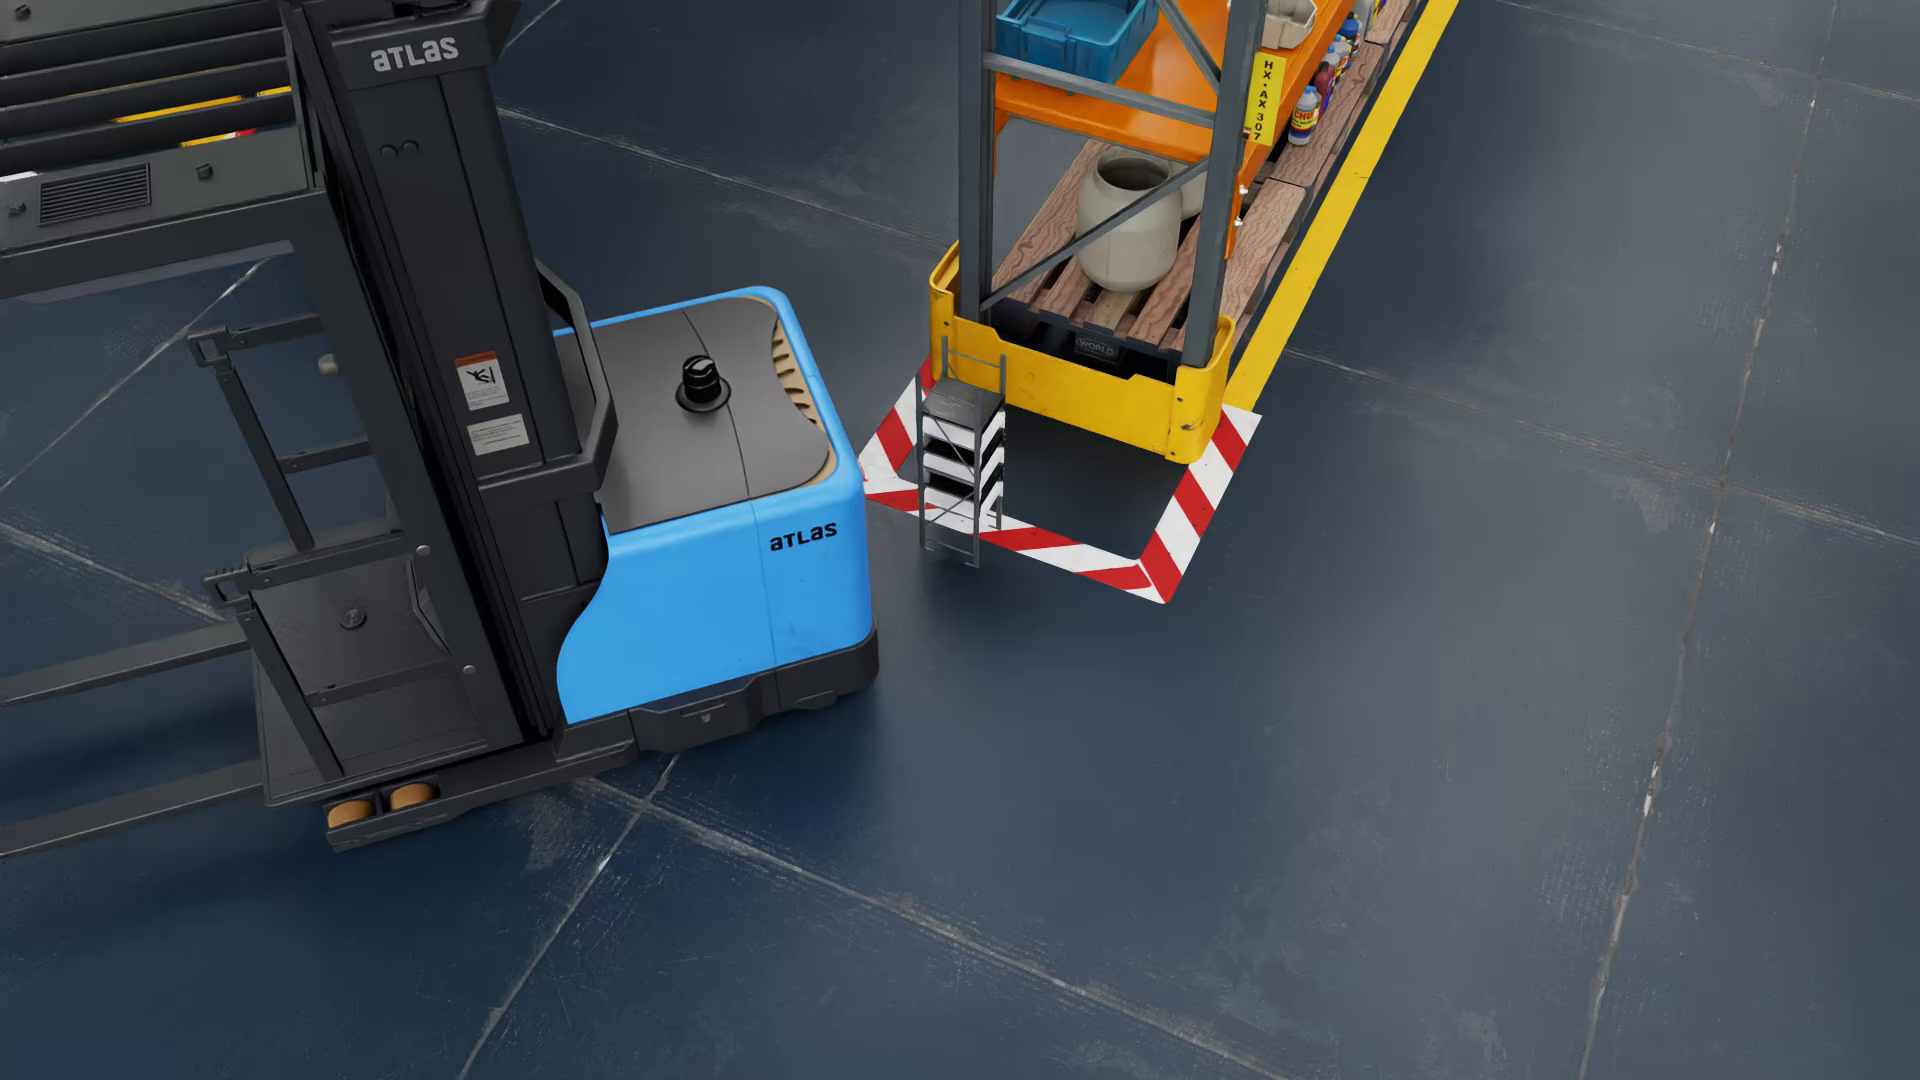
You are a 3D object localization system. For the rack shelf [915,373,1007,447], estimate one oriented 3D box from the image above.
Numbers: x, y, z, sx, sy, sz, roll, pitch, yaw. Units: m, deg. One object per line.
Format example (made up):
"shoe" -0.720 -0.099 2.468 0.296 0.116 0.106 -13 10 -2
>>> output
"rack shelf" 0.003 -0.450 5.732 0.258 0.077 0.200 20 52 16

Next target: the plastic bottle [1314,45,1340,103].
"plastic bottle" 1.674 -2.135 7.599 0.097 0.271 0.097 0 50 0

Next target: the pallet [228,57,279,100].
"pallet" -3.717 -2.744 8.446 1.003 0.211 1.213 20 52 16

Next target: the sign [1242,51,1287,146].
"sign" 0.967 -1.401 5.291 0.100 0.325 0.005 20 52 16

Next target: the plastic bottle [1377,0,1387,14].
"plastic bottle" 2.052 -2.715 8.085 0.061 0.283 0.133 23 53 18

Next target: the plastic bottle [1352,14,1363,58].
"plastic bottle" 1.847 -2.391 7.863 0.097 0.201 0.097 0 50 0

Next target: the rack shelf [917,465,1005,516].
"rack shelf" 0.003 -0.217 6.006 0.258 0.077 0.200 20 52 16

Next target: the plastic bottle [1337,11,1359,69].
"plastic bottle" 1.803 -2.343 7.777 0.097 0.271 0.097 0 50 0

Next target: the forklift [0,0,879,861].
"forklift" -1.854 -0.409 4.674 3.031 2.935 1.130 -15 51 -12

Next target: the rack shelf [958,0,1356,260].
"rack shelf" 1.326 -2.637 6.997 1.077 0.370 4.000 20 52 16

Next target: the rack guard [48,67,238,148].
"rack guard" -4.016 -2.281 7.862 1.175 0.500 0.348 20 52 16

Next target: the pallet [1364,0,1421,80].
"pallet" 1.856 -2.895 8.575 1.003 0.211 1.213 20 52 16

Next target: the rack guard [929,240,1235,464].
"rack guard" 0.461 -0.751 6.561 1.175 0.500 0.348 20 52 16

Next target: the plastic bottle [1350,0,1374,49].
"plastic bottle" 1.873 -2.505 7.912 0.152 0.276 0.135 21 53 17

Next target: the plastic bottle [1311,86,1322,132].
"plastic bottle" 1.572 -1.947 7.486 0.097 0.201 0.097 0 50 0

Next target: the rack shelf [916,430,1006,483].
"rack shelf" 0.003 -0.334 5.869 0.258 0.077 0.200 20 52 16

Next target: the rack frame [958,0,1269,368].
"rack frame" 0.471 -1.493 5.551 1.000 3.000 0.127 20 52 16

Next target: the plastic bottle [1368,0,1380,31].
"plastic bottle" 1.946 -2.640 7.977 0.144 0.351 0.185 19 52 16

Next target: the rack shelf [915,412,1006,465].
"rack shelf" 0.003 -0.392 5.800 0.258 0.077 0.200 20 52 16

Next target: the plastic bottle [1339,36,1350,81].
"plastic bottle" 1.759 -2.249 7.743 0.097 0.201 0.097 0 50 0

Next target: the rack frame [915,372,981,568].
"rack frame" -0.040 -0.227 5.852 0.240 0.900 0.006 20 52 16

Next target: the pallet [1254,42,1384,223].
"pallet" 1.336 -2.052 7.857 1.003 0.211 1.213 20 52 16

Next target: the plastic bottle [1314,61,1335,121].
"plastic bottle" 1.641 -2.052 7.522 0.061 0.283 0.133 21 53 17

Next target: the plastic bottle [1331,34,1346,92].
"plastic bottle" 1.717 -2.204 7.658 0.097 0.271 0.097 0 50 0

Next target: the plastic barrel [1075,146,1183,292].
"plastic barrel" 0.683 -1.301 6.745 0.421 0.512 0.421 0 50 0

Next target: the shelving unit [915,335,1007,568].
"shelving unit" 0.003 -0.297 5.912 0.258 0.900 0.210 20 52 16

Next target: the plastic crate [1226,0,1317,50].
"plastic crate" 1.145 -1.919 6.087 0.298 0.136 0.250 20 52 16

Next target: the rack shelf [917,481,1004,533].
"rack shelf" 0.003 -0.159 6.074 0.258 0.077 0.200 20 52 16

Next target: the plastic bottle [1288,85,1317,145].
"plastic bottle" 1.528 -1.899 7.399 0.097 0.271 0.097 0 50 0

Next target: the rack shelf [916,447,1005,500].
"rack shelf" 0.003 -0.276 5.937 0.258 0.077 0.200 20 52 16

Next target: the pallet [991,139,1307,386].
"pallet" 0.813 -1.215 7.145 1.003 0.211 1.213 20 52 16

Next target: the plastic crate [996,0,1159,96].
"plastic crate" 0.415 -1.887 5.984 0.499 0.251 0.616 20 52 16

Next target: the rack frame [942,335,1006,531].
"rack frame" 0.047 -0.367 5.971 0.240 0.900 0.006 20 52 16

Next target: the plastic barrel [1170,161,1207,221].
"plastic barrel" 0.898 -1.646 7.039 0.421 0.512 0.421 0 50 0
